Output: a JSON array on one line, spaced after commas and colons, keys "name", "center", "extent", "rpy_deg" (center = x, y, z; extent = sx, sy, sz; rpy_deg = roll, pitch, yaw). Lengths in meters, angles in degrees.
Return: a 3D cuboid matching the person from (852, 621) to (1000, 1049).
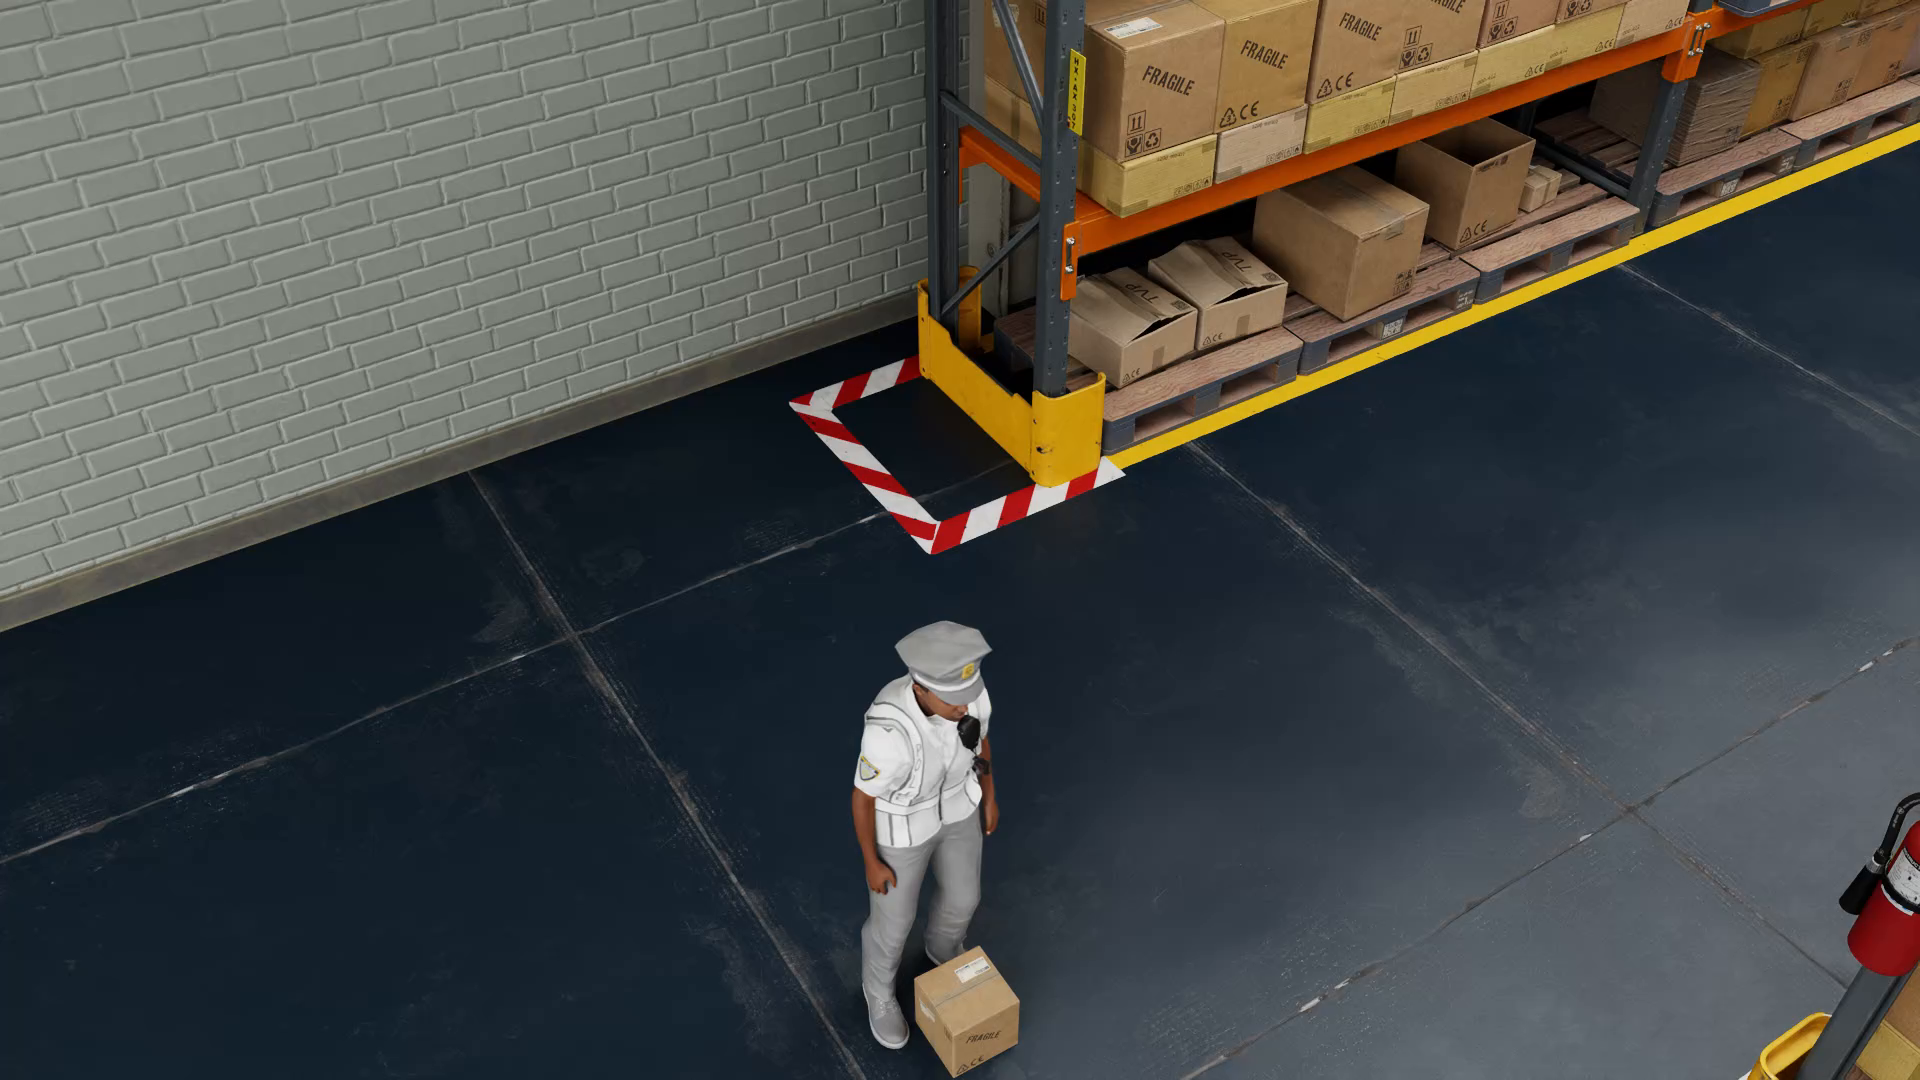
[{"name": "person", "center": [-0.111, 0.886, 5.137], "extent": [0.532, 1.664, 0.391], "rpy_deg": [-25, 47, -26]}]
